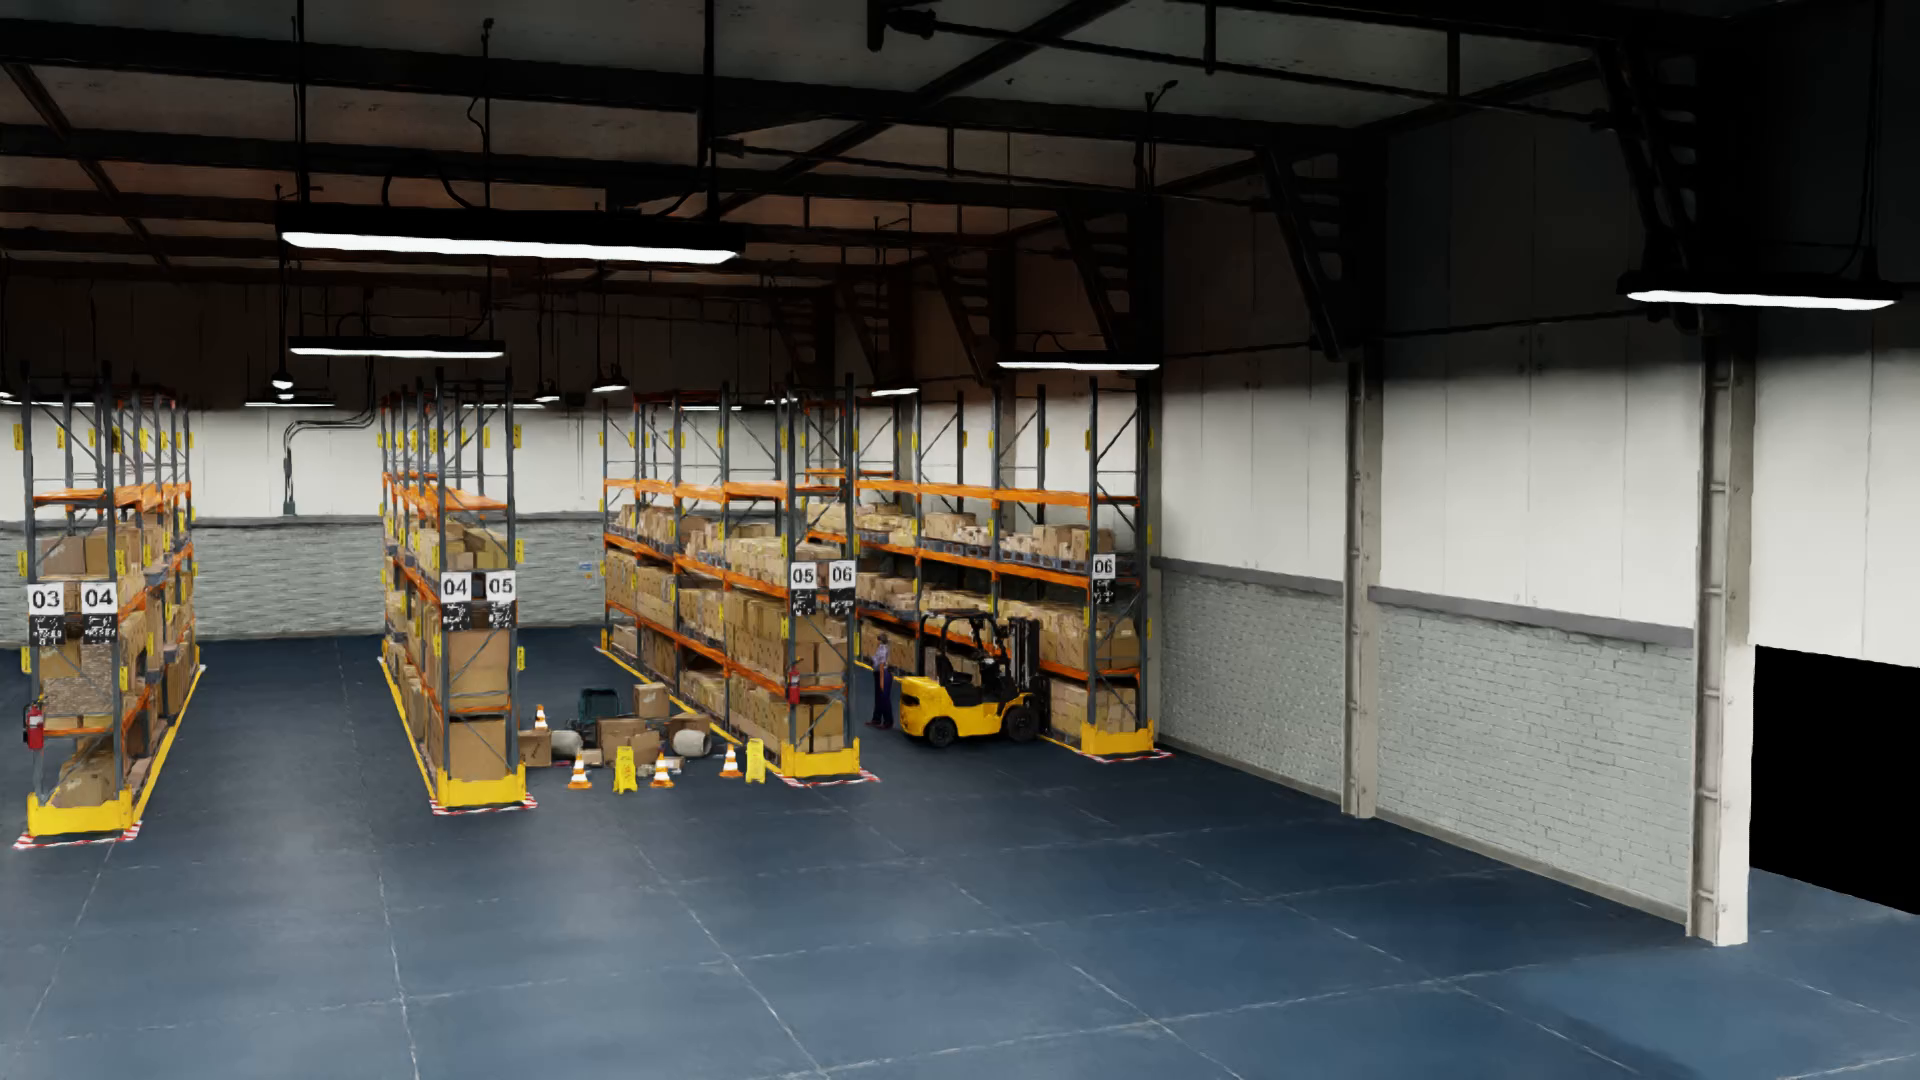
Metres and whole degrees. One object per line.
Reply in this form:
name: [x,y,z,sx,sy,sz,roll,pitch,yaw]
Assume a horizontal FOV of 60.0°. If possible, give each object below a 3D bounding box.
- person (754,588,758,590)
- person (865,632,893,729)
person: [-4.981,1.729,40.523,0.600,1.656,0.594,-2,4,-33]
person: [-1.408,2.431,28.995,0.507,1.647,0.567,0,3,3]
